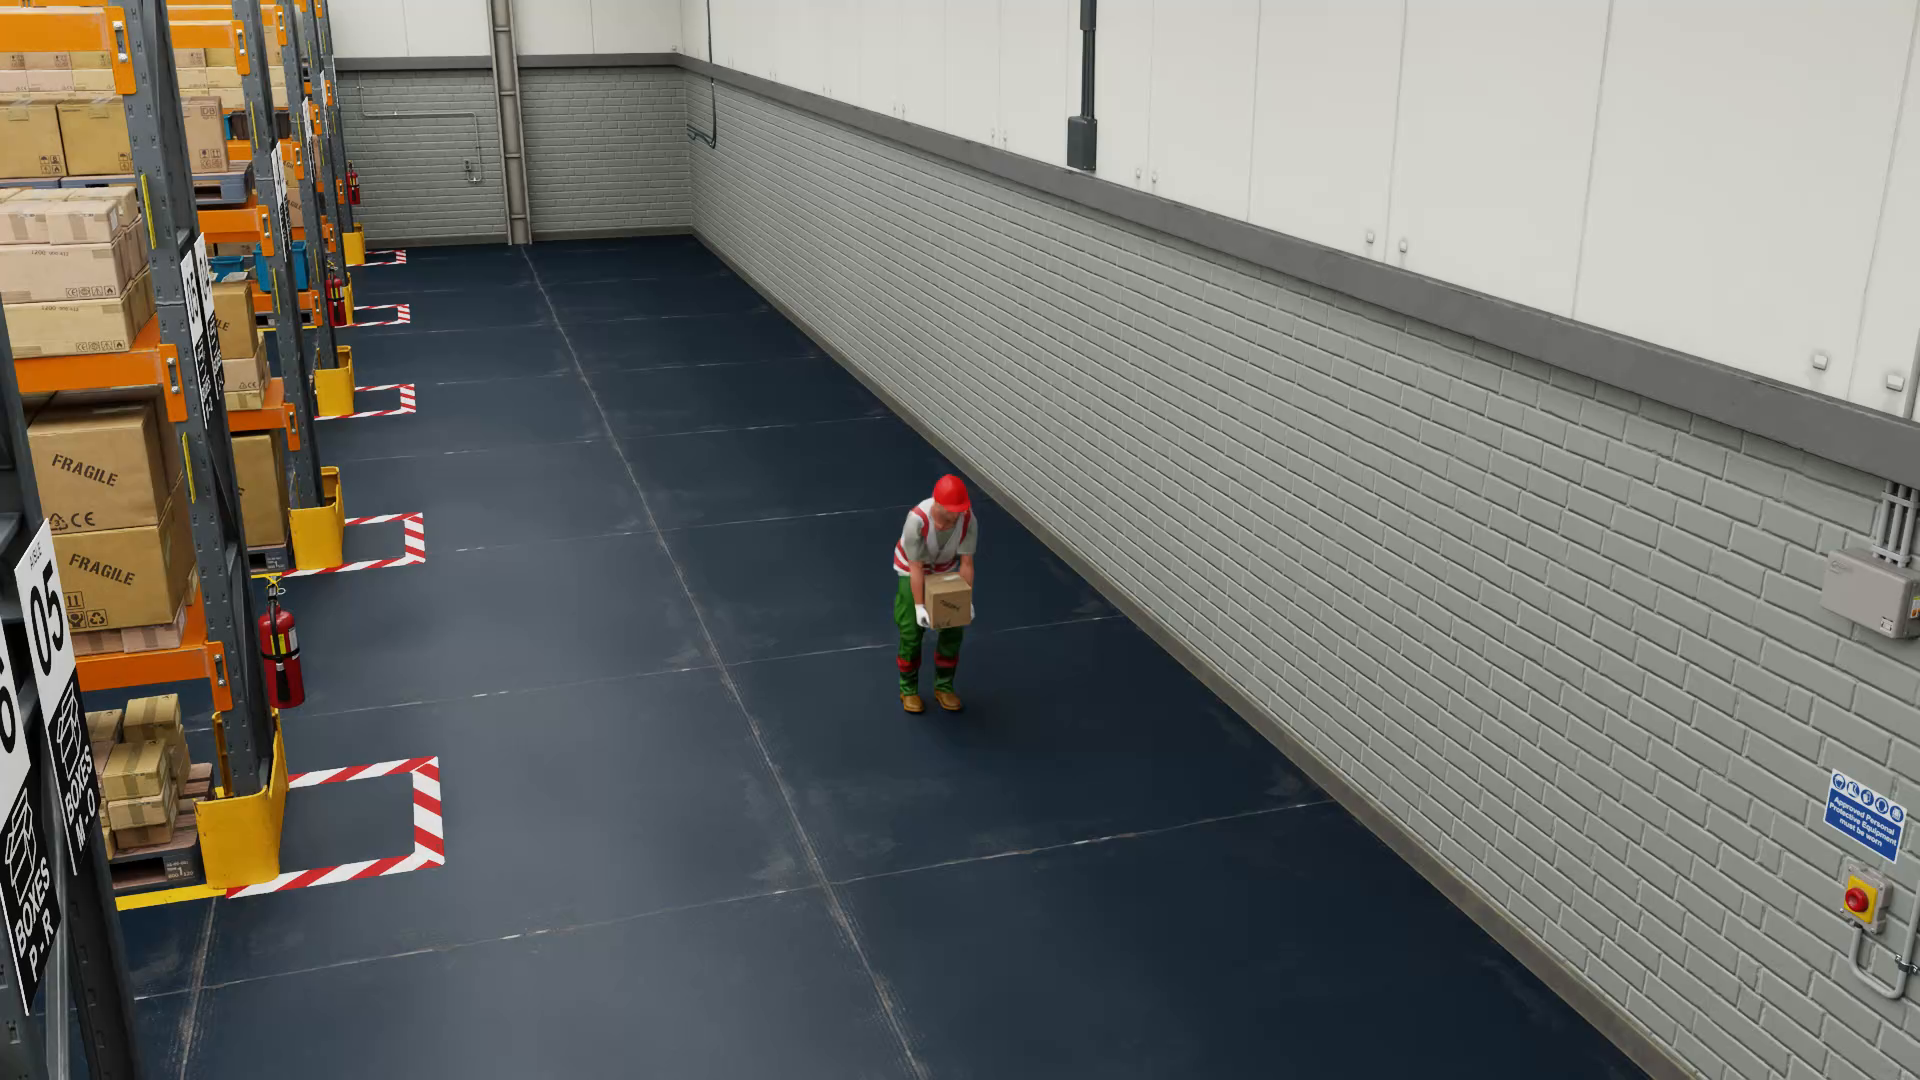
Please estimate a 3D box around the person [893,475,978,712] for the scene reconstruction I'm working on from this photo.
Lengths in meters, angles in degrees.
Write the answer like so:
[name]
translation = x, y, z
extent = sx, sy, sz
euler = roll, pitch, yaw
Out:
[person]
translation = -0.138, 0.321, 10.341
extent = 0.492, 1.628, 0.739
euler = -7, 20, -18
